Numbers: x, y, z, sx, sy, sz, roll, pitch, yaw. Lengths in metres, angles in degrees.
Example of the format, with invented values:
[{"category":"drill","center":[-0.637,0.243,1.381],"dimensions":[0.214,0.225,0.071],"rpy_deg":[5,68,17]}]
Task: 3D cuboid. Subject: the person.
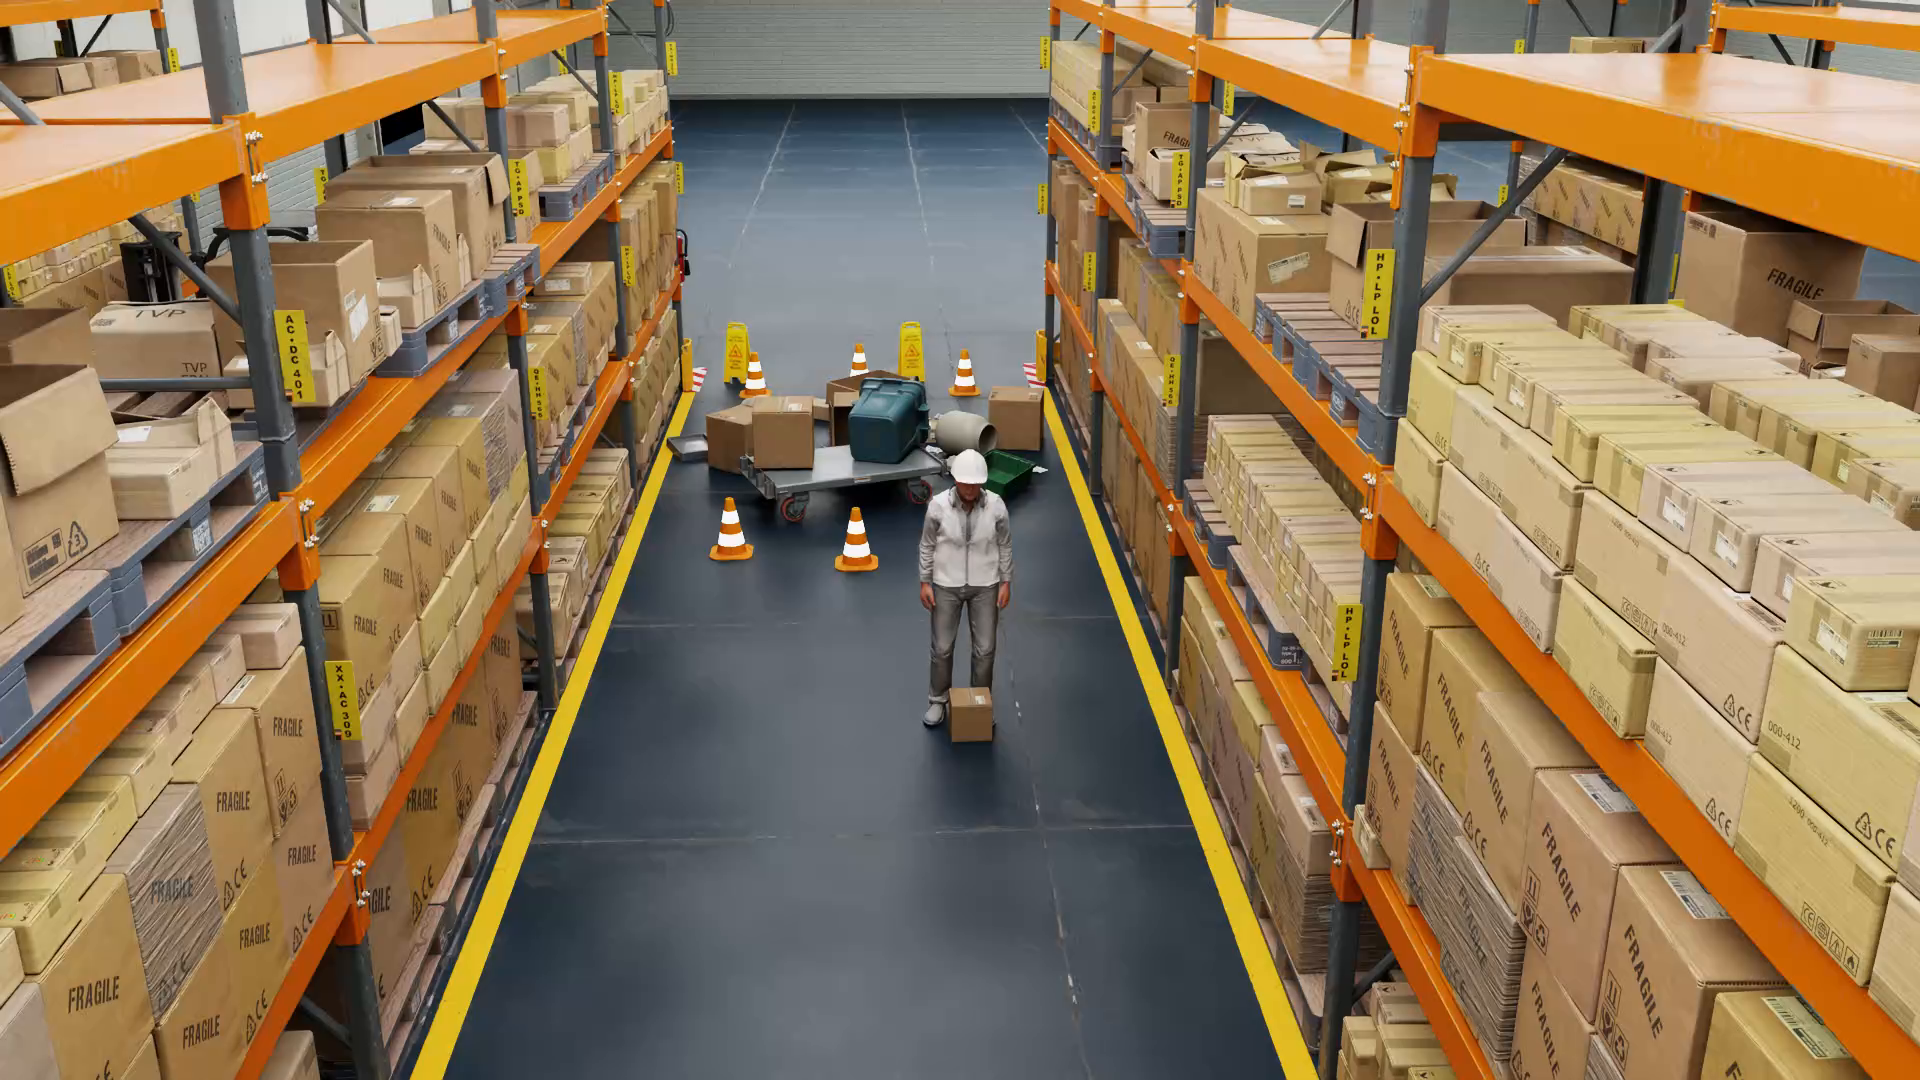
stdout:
[{"category":"person","center":[0.036,0.279,10.282],"dimensions":[0.580,1.771,0.466],"rpy_deg":[-1,20,-3]}]
